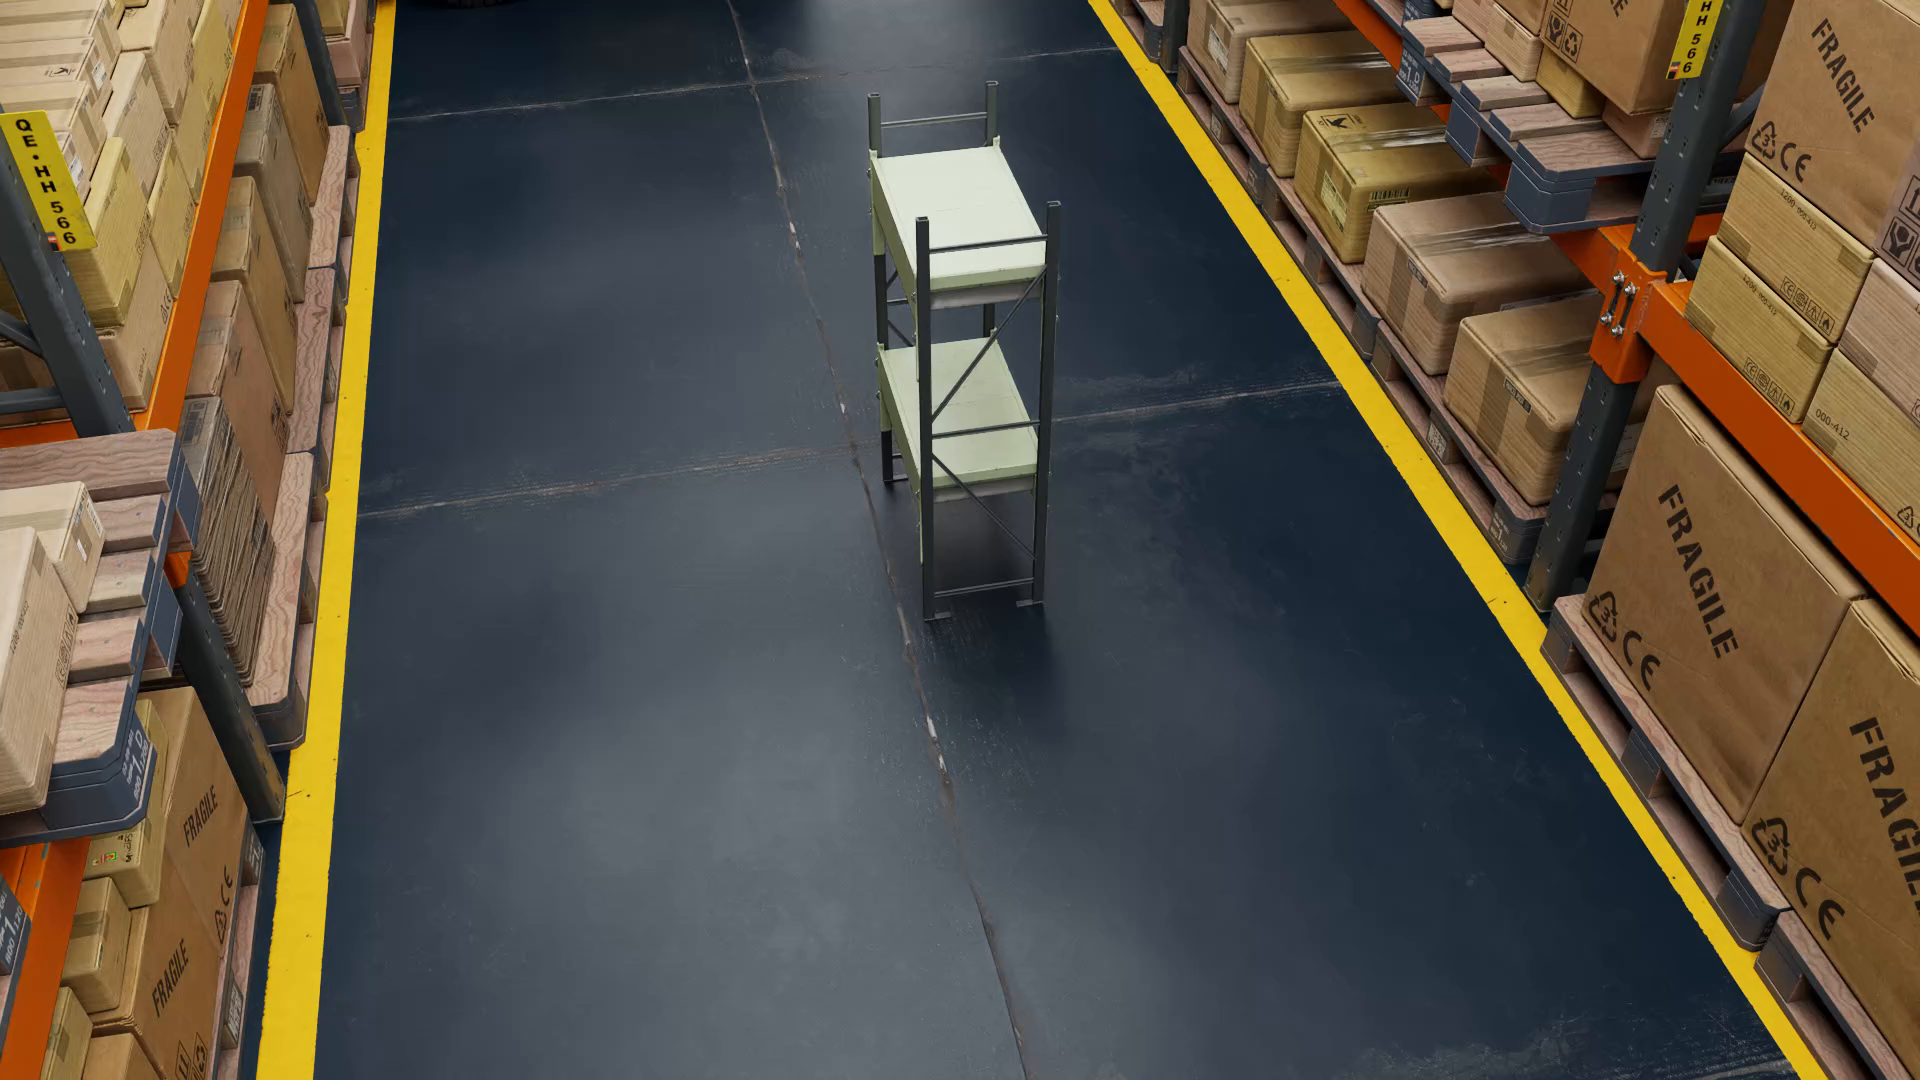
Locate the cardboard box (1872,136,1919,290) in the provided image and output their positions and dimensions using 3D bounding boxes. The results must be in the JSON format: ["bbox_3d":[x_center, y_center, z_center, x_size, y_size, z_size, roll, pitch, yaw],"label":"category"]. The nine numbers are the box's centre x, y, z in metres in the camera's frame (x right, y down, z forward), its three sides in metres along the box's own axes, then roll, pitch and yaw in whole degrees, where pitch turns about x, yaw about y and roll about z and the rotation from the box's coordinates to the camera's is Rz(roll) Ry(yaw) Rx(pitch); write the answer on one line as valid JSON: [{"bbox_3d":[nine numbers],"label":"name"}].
[{"bbox_3d":[2.364,-0.721,3.474,0.500,0.500,0.500,-8,42,-9],"label":"cardboard box"}]

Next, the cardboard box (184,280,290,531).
[{"bbox_3d":[-2.736,-0.369,5.378,0.875,0.625,0.625,-7,42,-8],"label":"cardboard box"}]

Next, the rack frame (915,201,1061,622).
[{"bbox_3d":[0.078,-0.328,4.990,0.400,1.500,0.023,-8,42,-9],"label":"rack frame"}]

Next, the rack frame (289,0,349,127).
[{"bbox_3d":[-3.329,-2.864,6.717,1.000,3.000,0.127,-8,42,-9],"label":"rack frame"}]

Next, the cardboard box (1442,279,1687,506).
[{"bbox_3d":[2.268,-0.527,5.747,0.950,0.372,0.625,-11,43,-12],"label":"cardboard box"}]

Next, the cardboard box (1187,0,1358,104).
[{"bbox_3d":[1.632,-2.412,7.871,0.950,0.372,0.625,-8,42,-9],"label":"cardboard box"}]

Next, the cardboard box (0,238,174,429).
[{"bbox_3d":[-2.323,-0.537,4.209,0.500,0.250,0.500,-8,42,-9],"label":"cardboard box"}]

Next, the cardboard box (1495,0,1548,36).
[{"bbox_3d":[1.888,-1.879,4.991,0.500,0.500,0.500,-9,42,-10],"label":"cardboard box"}]

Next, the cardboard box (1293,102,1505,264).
[{"bbox_3d":[1.942,-1.496,6.839,0.950,0.372,0.625,-7,42,-8],"label":"cardboard box"}]

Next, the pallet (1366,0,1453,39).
[{"bbox_3d":[1.913,-2.190,6.102,1.003,0.211,1.213,-8,42,-9],"label":"pallet"}]

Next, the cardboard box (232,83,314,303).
[{"bbox_3d":[-3.046,-1.292,6.418,0.875,0.625,0.625,-9,42,-10],"label":"cardboard box"}]

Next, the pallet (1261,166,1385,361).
[{"bbox_3d":[1.953,-1.238,6.985,1.003,0.211,1.213,-8,42,-9],"label":"pallet"}]

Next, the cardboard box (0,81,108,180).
[{"bbox_3d":[-2.306,-0.973,4.022,0.380,0.149,0.250,-7,42,-8],"label":"cardboard box"}]

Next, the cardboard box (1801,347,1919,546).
[{"bbox_3d":[2.368,-0.245,3.879,0.500,0.250,0.500,-9,42,-11],"label":"cardboard box"}]

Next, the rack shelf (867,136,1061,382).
[{"bbox_3d":[-0.001,-0.857,4.998,0.431,0.370,0.720,-8,42,-9],"label":"rack shelf"}]

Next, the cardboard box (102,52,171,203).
[{"bbox_3d":[-2.430,-1.049,4.409,0.500,0.250,0.500,-7,42,-8],"label":"cardboard box"}]

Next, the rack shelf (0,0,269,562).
[{"bbox_3d":[-2.898,-1.298,5.495,1.077,0.370,4.000,-8,42,-9],"label":"rack shelf"}]

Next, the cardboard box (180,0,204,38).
[{"bbox_3d":[-2.660,-1.719,5.163,0.500,0.250,0.500,-8,42,-9],"label":"cardboard box"}]

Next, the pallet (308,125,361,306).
[{"bbox_3d":[-3.132,-1.349,7.111,1.003,0.211,1.213,-8,42,-9],"label":"pallet"}]

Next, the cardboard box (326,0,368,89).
[{"bbox_3d":[-3.110,-2.353,7.897,0.500,0.250,0.500,-8,42,-9],"label":"cardboard box"}]

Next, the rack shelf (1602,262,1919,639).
[{"bbox_3d":[2.812,0.581,3.378,1.077,0.370,4.000,-8,42,-9],"label":"rack shelf"}]

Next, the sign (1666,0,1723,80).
[{"bbox_3d":[1.852,-1.304,4.147,0.100,0.325,0.005,-8,42,-9],"label":"sign"}]

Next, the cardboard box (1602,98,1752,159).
[{"bbox_3d":[2.079,-1.226,4.745,0.380,0.149,0.250,-7,42,-8],"label":"cardboard box"}]

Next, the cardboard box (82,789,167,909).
[{"bbox_3d":[-2.023,0.721,3.757,0.380,0.149,0.250,-10,43,-12],"label":"cardboard box"}]

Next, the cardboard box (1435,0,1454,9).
[{"bbox_3d":[1.733,-1.887,5.490,0.380,0.149,0.250,-8,42,-9],"label":"cardboard box"}]

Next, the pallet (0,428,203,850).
[{"bbox_3d":[-2.251,0.230,3.376,1.213,0.211,1.003,-8,42,-9],"label":"pallet"}]

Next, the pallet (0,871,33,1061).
[{"bbox_3d":[-2.042,1.061,2.440,1.003,0.211,1.213,-8,42,-9],"label":"pallet"}]

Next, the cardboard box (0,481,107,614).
[{"bbox_3d":[-1.949,0.037,3.322,0.380,0.149,0.250,-8,42,-8],"label":"cardboard box"}]

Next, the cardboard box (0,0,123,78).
[{"bbox_3d":[-2.455,-1.303,4.394,0.380,0.149,0.250,-8,42,-9],"label":"cardboard box"}]

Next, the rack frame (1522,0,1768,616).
[{"bbox_3d":[2.380,-0.985,4.600,1.000,3.000,0.127,-8,42,-9],"label":"rack frame"}]

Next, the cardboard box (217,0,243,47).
[{"bbox_3d":[-2.774,-1.867,5.707,0.500,0.250,0.500,-8,42,-9],"label":"cardboard box"}]

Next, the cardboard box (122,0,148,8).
[{"bbox_3d":[-2.536,-1.635,4.768,0.380,0.149,0.250,-8,42,-8],"label":"cardboard box"}]

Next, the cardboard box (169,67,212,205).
[{"bbox_3d":[-2.545,-1.197,4.952,0.500,0.250,0.500,-10,42,-11],"label":"cardboard box"}]

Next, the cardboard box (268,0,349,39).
[{"bbox_3d":[-3.132,-2.537,7.727,0.500,0.250,0.500,-9,42,-9],"label":"cardboard box"}]

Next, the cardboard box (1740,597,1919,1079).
[{"bbox_3d":[2.636,0.691,3.996,0.875,0.875,0.875,-8,42,-9],"label":"cardboard box"}]

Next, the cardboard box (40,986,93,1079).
[{"bbox_3d":[-1.996,1.075,3.357,0.380,0.149,0.250,-7,42,-8],"label":"cardboard box"}]

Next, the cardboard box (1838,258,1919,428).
[{"bbox_3d":[2.359,-0.416,3.696,0.500,0.250,0.500,-7,42,-8],"label":"cardboard box"}]

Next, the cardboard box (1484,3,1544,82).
[{"bbox_3d":[1.853,-1.547,5.106,0.380,0.149,0.250,-9,42,-10],"label":"cardboard box"}]

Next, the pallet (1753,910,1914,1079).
[{"bbox_3d":[2.736,1.369,4.048,1.003,0.211,1.213,-8,42,-9],"label":"pallet"}]

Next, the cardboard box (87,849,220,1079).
[{"bbox_3d":[-2.067,1.076,3.845,0.500,0.500,0.500,-9,42,-10],"label":"cardboard box"}]

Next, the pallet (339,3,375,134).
[{"bbox_3d":[-3.460,-2.342,8.230,1.003,0.211,1.213,-8,42,-9],"label":"pallet"}]

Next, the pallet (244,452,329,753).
[{"bbox_3d":[-2.606,0.233,5.329,1.003,0.211,1.213,-8,42,-9],"label":"pallet"}]

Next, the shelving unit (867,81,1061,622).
[{"bbox_3d":[-0.001,-0.565,5.257,0.431,1.500,0.755,-8,42,-9],"label":"shelving unit"}]
